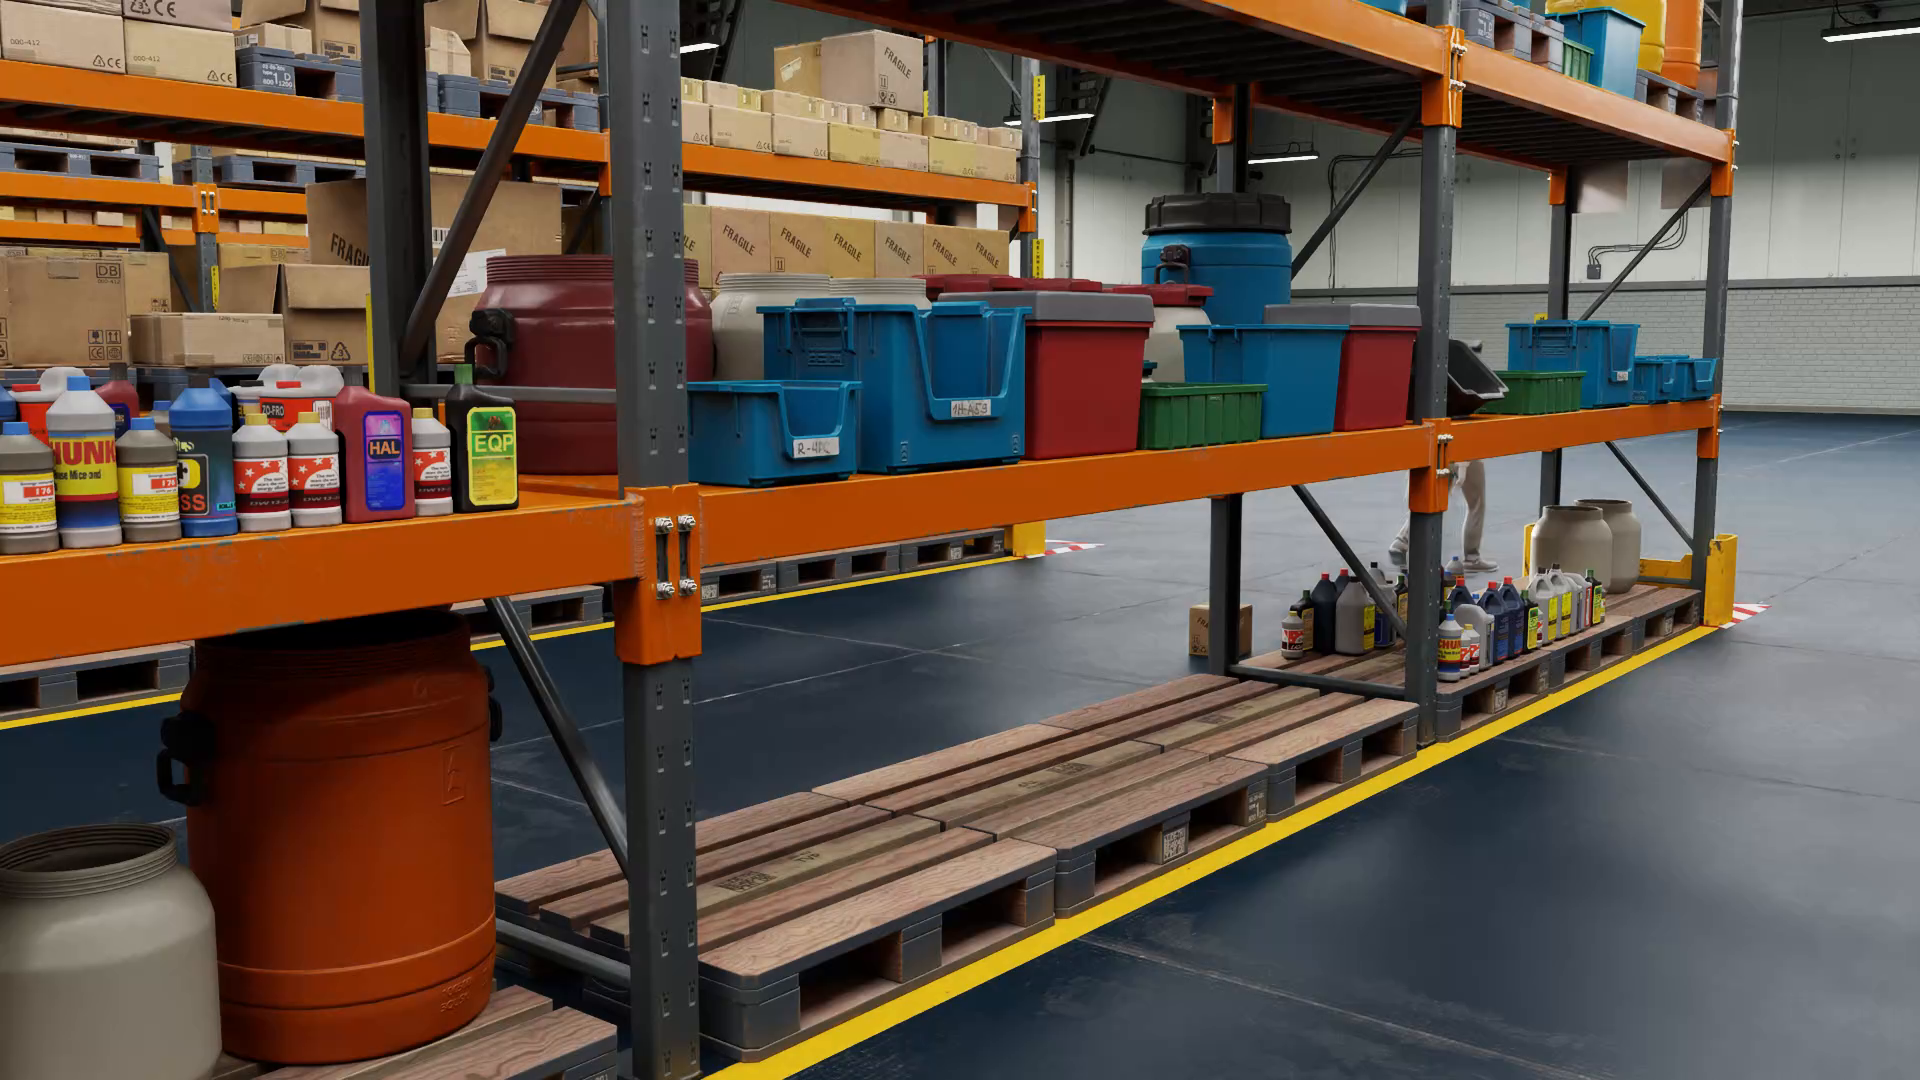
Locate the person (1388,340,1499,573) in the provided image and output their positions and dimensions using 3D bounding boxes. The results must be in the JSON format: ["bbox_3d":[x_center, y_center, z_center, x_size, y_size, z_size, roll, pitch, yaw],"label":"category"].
[{"bbox_3d":[3.378,-0.568,11.458,0.893,1.612,0.555,-3,7,-24],"label":"person"}]
